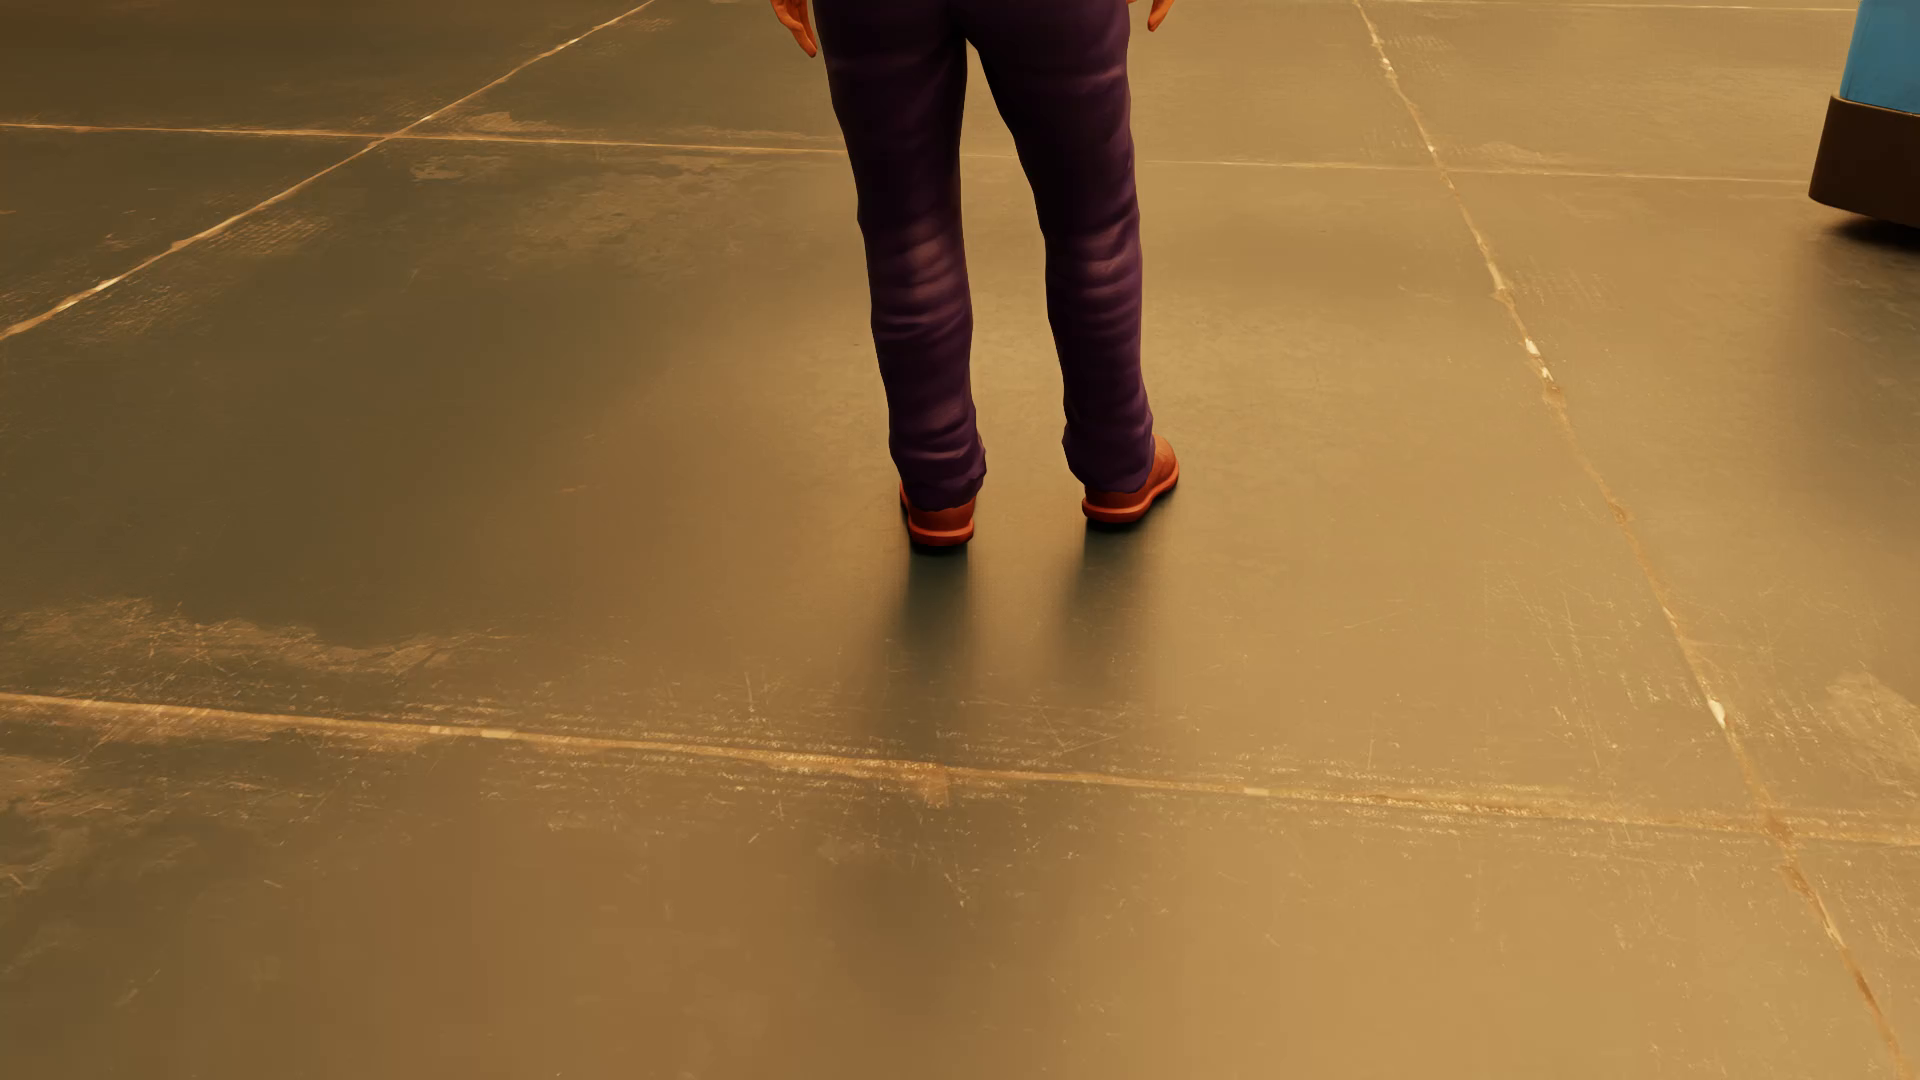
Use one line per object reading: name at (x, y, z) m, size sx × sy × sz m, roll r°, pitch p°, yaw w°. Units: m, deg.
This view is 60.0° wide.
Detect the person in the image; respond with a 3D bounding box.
person at (0.035, -0.782, 2.206) m, size 0.598 × 1.651 × 0.502 m, roll 3°, pitch 27°, yaw 7°

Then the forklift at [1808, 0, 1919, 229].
forklift at (3.569, -2.202, 3.631) m, size 3.031 × 2.935 × 1.130 m, roll -14°, pitch 30°, yaw -26°
